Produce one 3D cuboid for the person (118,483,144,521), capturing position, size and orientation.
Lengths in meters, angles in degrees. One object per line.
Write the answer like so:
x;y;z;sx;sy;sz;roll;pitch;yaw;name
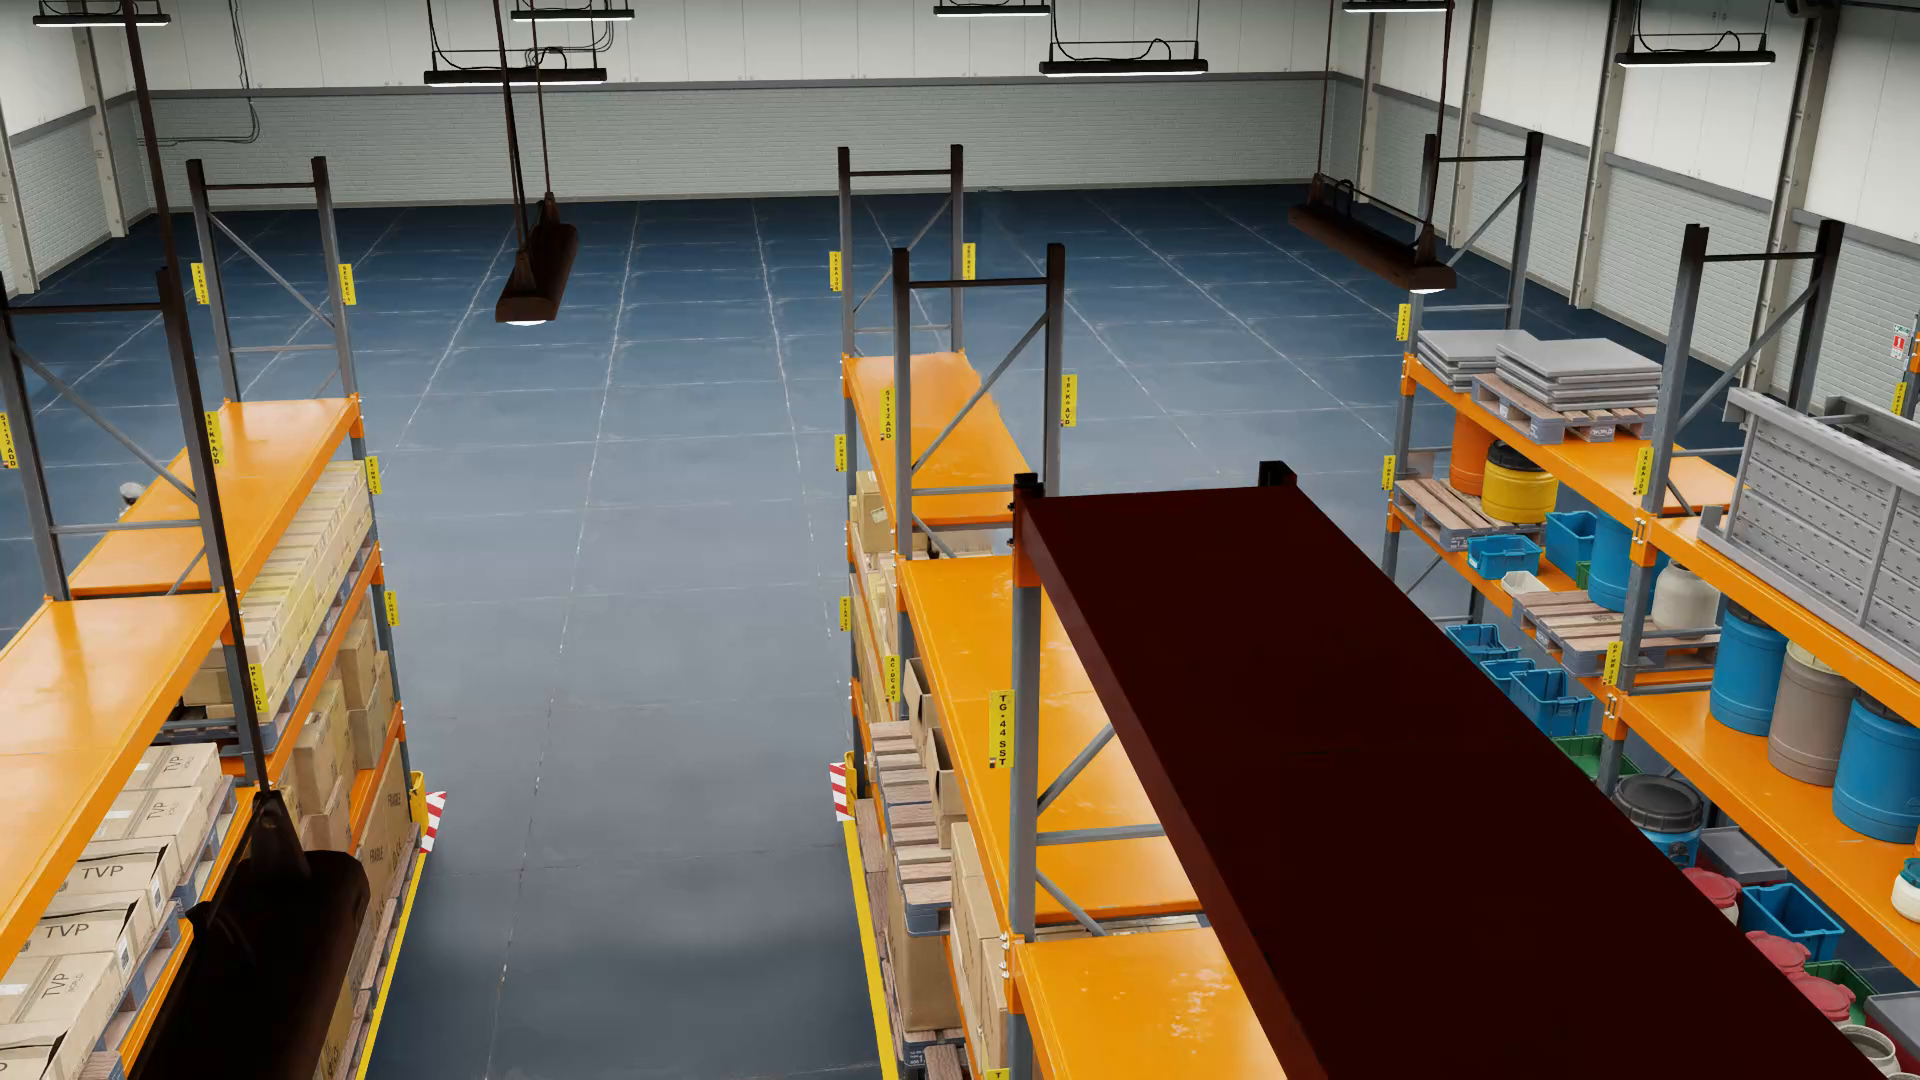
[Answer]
-9.268;0.192;18.878;0.801;1.695;0.640;17;27;37;person
